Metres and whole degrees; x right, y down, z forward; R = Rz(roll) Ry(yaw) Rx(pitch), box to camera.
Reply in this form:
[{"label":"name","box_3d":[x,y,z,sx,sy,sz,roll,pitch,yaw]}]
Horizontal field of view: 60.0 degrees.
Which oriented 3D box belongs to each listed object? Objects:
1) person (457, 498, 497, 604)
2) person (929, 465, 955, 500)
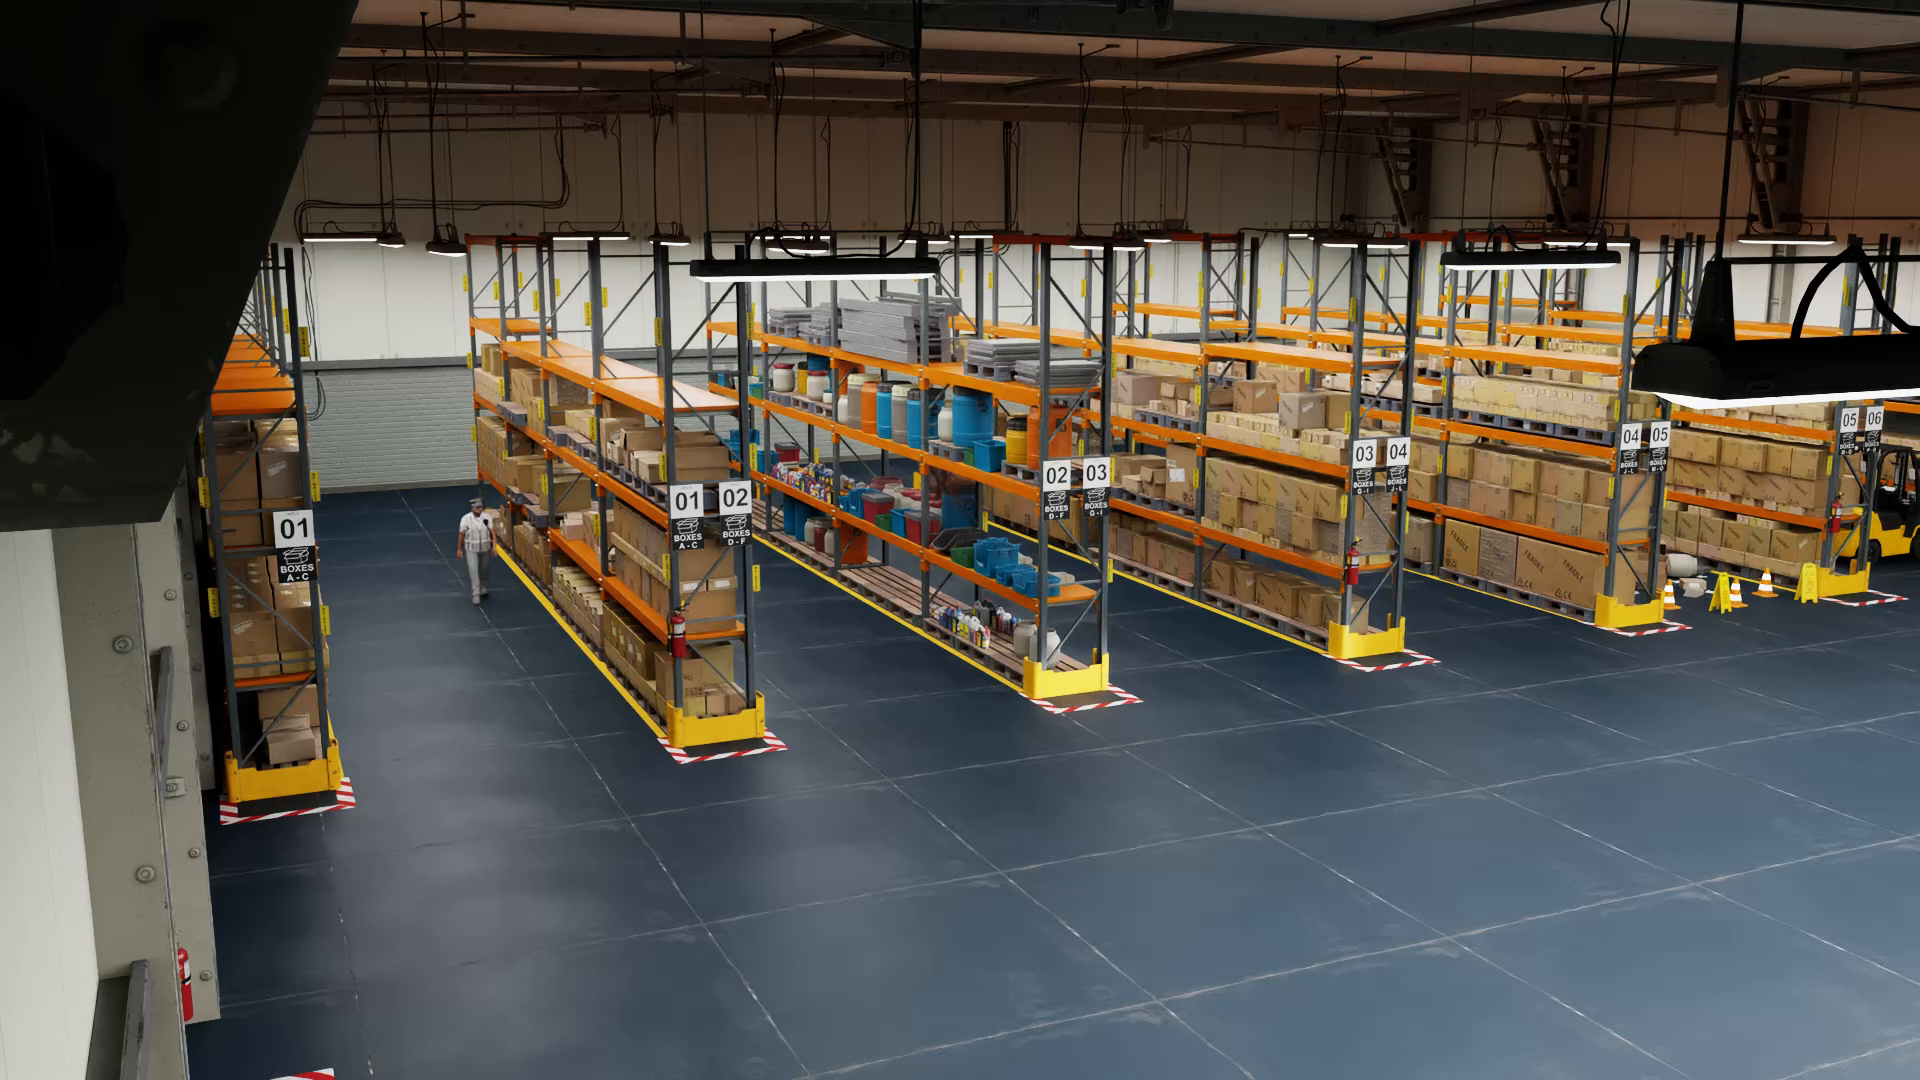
[{"label":"person","box_3d":[-8.050,0.143,27.753,0.625,1.699,1.062,-5,12,-26]},{"label":"person","box_3d":[-0.433,-1.277,35.060,0.619,1.761,1.034,-3,11,-15]}]
